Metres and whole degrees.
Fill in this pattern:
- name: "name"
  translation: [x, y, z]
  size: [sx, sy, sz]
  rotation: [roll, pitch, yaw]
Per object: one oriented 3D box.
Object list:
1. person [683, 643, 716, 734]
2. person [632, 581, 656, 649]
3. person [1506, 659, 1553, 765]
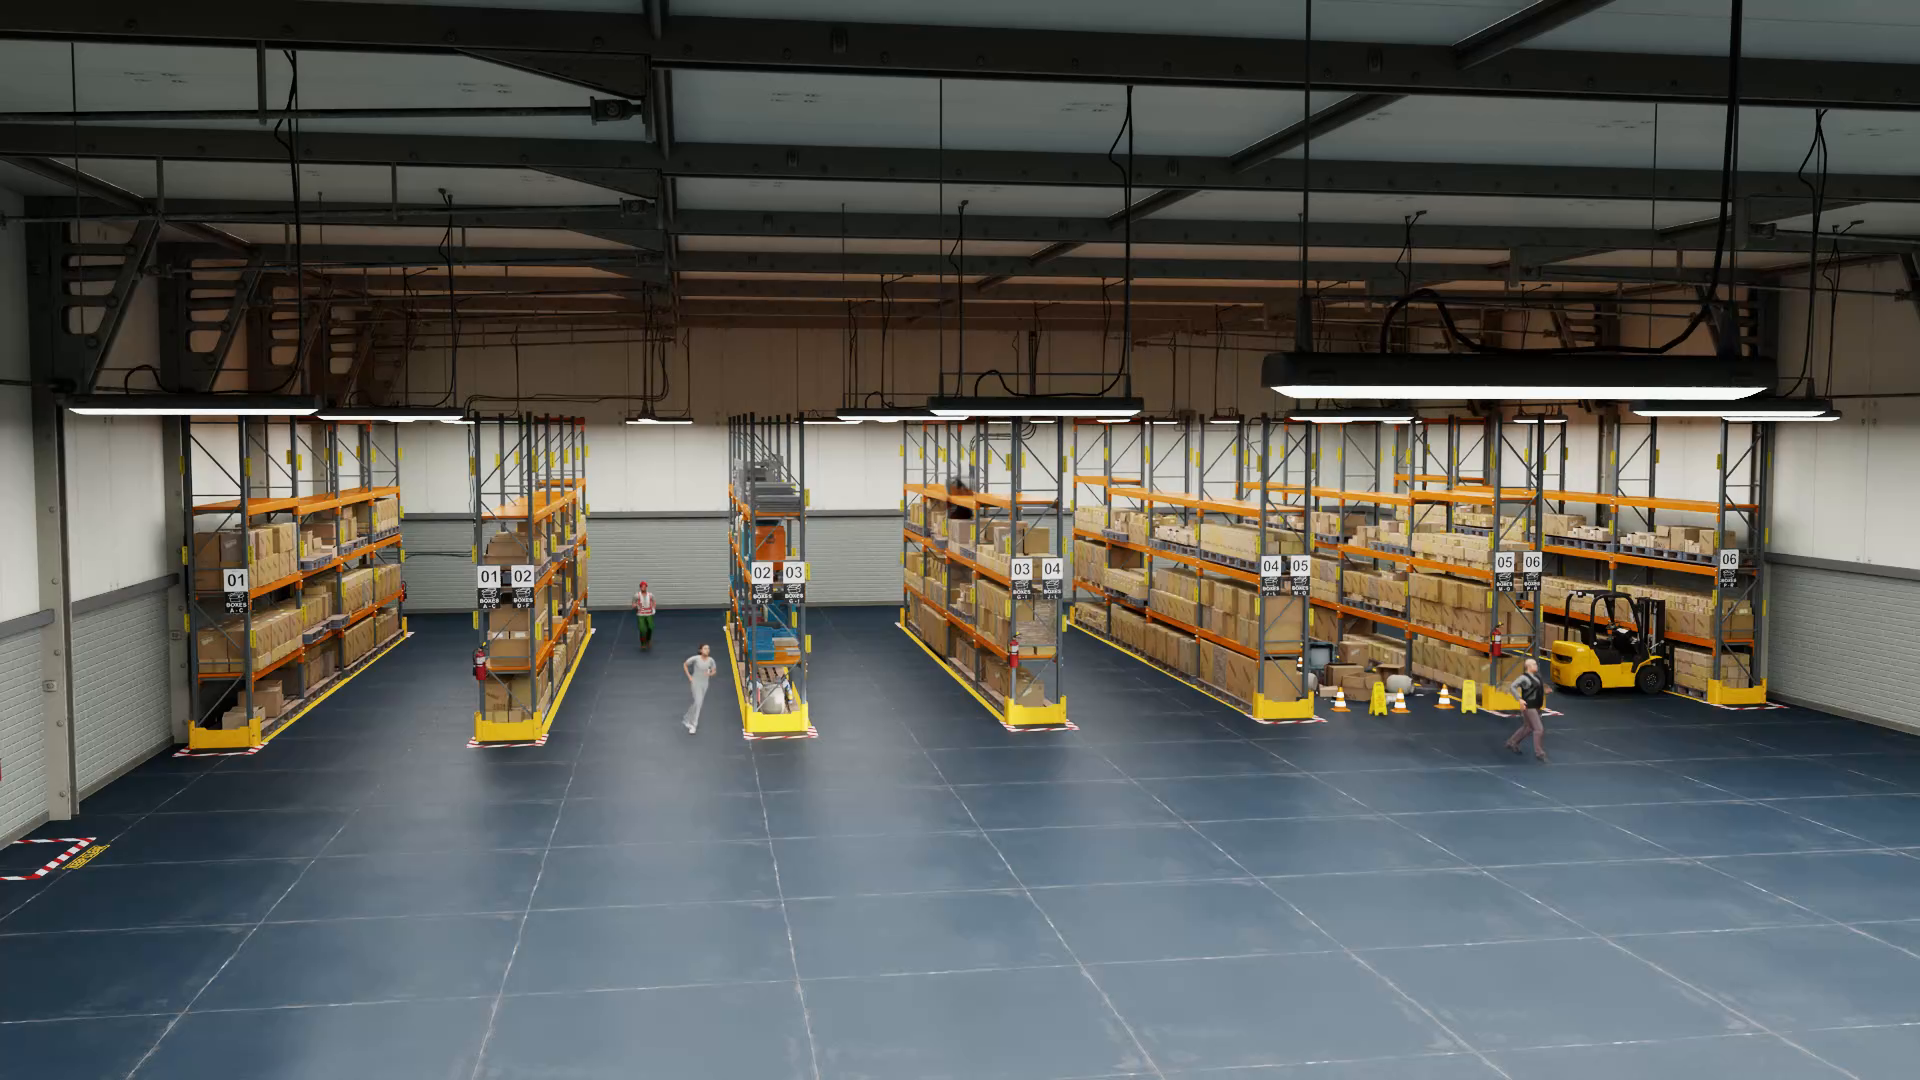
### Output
- name: "person"
  translation: [-4.933, 2.782, 31.396]
  size: [0.585, 1.713, 0.684]
  rotation: [-3, 5, -38]
- name: "person"
  translation: [-8.055, 1.940, 42.559]
  size: [0.640, 1.750, 0.604]
  rotation: [-1, 4, -18]
- name: "person"
  translation: [9.767, 2.951, 28.477]
  size: [0.871, 1.677, 0.641]
  rotation: [3, 5, 40]
